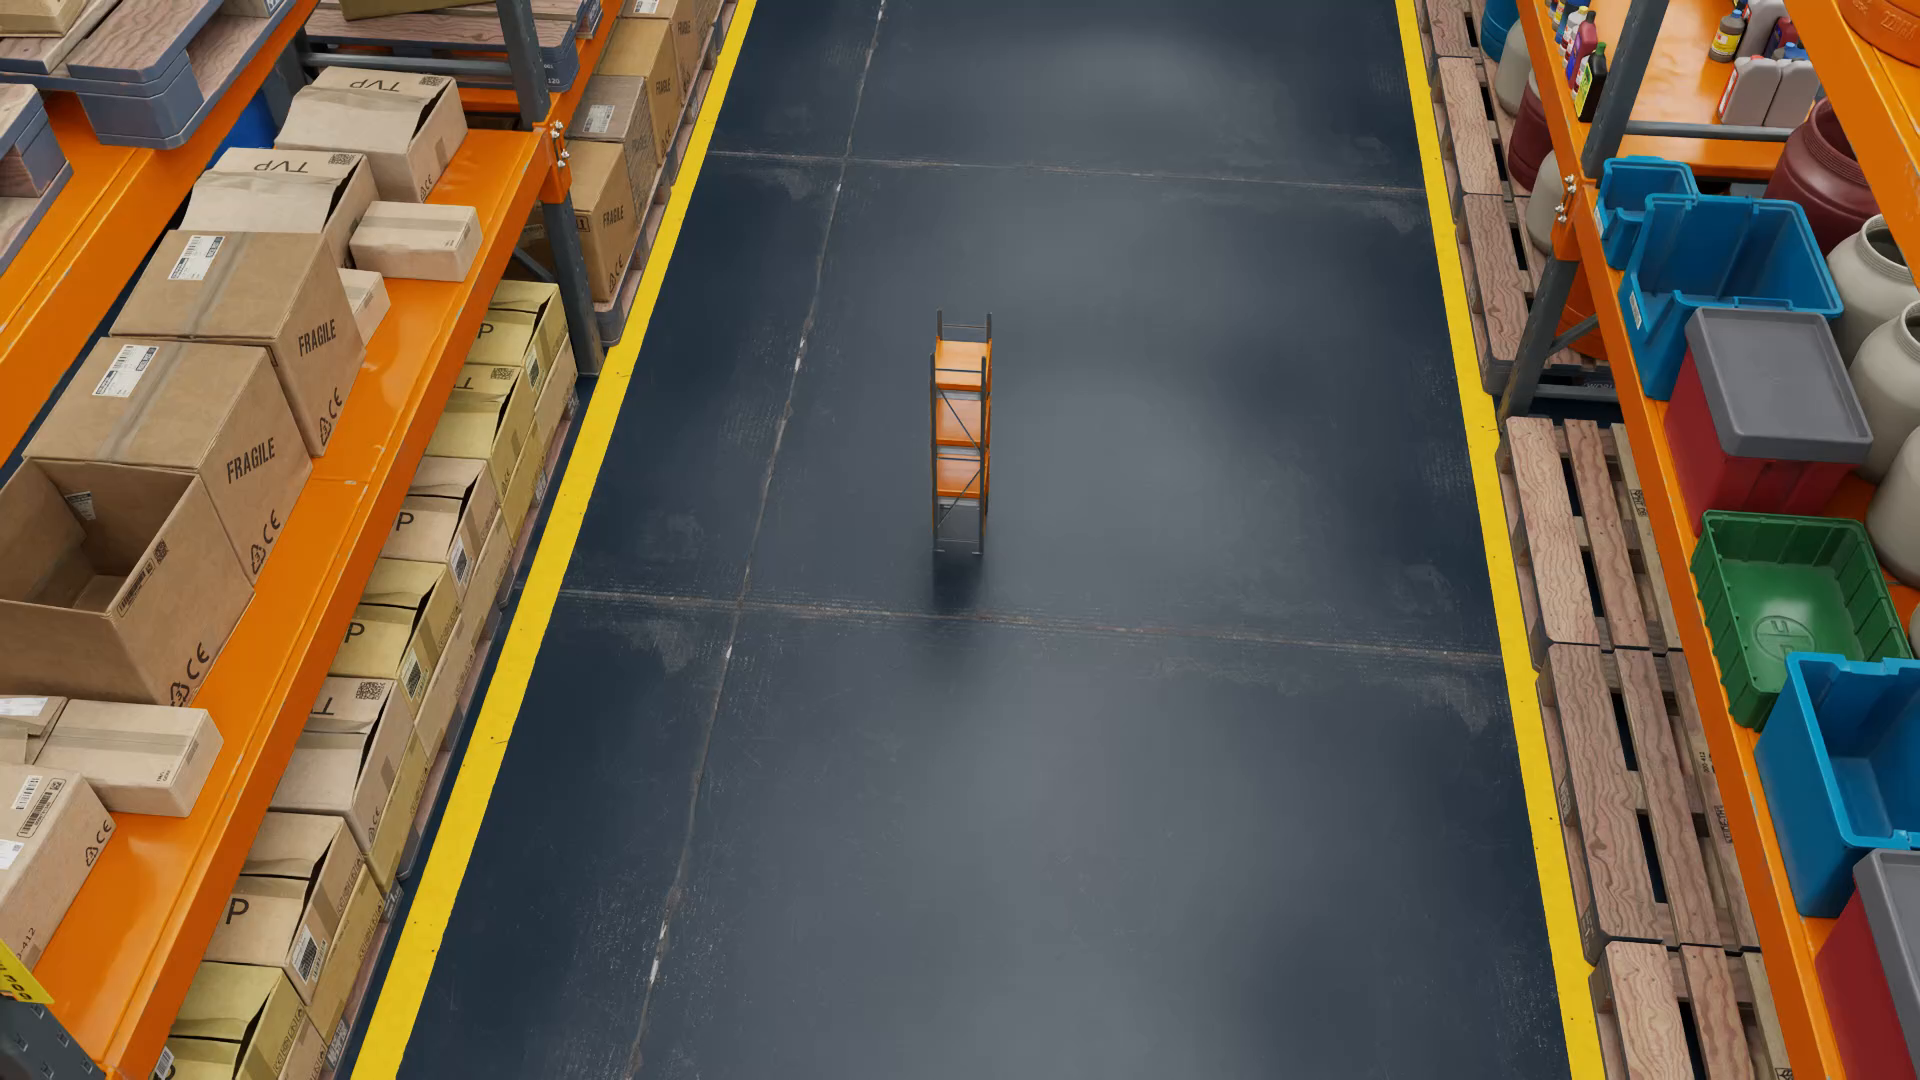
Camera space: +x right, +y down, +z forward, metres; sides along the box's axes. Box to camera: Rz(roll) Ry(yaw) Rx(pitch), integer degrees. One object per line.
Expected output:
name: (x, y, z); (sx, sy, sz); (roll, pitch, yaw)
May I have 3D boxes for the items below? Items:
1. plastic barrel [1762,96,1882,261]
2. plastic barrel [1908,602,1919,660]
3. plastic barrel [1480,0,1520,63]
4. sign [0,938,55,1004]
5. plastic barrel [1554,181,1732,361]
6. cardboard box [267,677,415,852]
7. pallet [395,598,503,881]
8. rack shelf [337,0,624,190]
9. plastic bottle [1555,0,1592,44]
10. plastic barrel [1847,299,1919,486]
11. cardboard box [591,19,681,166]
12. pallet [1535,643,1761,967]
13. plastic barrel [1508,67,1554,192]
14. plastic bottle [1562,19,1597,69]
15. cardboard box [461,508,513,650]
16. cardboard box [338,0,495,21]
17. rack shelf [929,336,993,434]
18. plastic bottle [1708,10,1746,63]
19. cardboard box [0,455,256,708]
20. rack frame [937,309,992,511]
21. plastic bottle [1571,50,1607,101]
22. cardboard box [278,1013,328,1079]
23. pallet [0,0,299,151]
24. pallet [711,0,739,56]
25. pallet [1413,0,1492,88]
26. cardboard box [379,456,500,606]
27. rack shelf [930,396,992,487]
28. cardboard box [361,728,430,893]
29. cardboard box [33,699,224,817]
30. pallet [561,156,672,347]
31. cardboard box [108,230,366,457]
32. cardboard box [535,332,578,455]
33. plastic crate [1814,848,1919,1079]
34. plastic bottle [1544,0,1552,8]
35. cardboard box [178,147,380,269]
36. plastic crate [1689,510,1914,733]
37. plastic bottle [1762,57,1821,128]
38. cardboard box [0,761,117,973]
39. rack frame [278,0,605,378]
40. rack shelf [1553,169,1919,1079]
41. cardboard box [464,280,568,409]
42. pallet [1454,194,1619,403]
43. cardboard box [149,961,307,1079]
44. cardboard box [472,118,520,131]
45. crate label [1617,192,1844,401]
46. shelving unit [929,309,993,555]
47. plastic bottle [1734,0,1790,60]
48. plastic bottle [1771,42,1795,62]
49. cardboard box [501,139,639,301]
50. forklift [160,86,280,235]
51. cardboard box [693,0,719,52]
plastic barrel: (3.089, -1.164, 5.690); (0.600, 0.536, 0.708); (4, 48, 4)
plastic barrel: (2.838, 0.186, 4.455); (0.433, 0.535, 0.433); (0, 48, 0)
plastic barrel: (3.063, -2.934, 8.538); (0.600, 0.901, 0.708); (4, 48, 4)
sign: (-1.914, 0.841, 3.308); (0.100, 0.325, 0.005); (4, 48, 4)
plastic barrel: (2.858, -1.250, 7.046); (0.600, 0.830, 0.708); (4, 48, 4)
cardboard box: (-2.084, 0.686, 5.289); (0.500, 0.311, 0.500); (2, 48, 2)
pallet: (-2.330, 0.622, 6.038); (1.003, 0.211, 1.213); (4, 48, 4)
rack shelf: (-1.920, -3.043, 7.987); (1.077, 0.370, 4.000); (4, 48, 4)
plastic bottle: (2.510, -2.158, 6.779); (0.097, 0.271, 0.097); (0, 48, 0)
plastic barrel: (2.911, -0.438, 5.042); (0.421, 0.512, 0.421); (0, 48, 0)
cardboard box: (-1.683, -2.189, 8.115); (0.500, 0.500, 0.500); (3, 48, 3)
pallet: (2.607, 0.922, 5.764); (1.003, 0.211, 1.213); (4, 48, 4)
plastic barrel: (2.961, -1.998, 7.894); (0.600, 0.588, 0.708); (4, 48, 4)
plastic bottle: (2.492, -1.992, 6.674); (0.097, 0.201, 0.097); (0, 48, 0)
cardboard box: (-2.000, 0.122, 6.184); (0.500, 0.250, 0.500); (5, 48, 4)
cardboard box: (-2.157, -2.461, 6.616); (0.700, 0.500, 0.500); (-11, 48, -10)
rack shelf: (0.005, -0.578, 6.197); (0.215, 0.259, 0.240); (4, 48, 4)
plastic bottle: (3.108, -2.044, 6.721); (0.097, 0.201, 0.097); (0, 48, 0)
cardboard box: (-2.333, 0.140, 4.522); (0.500, 0.500, 0.500); (7, 48, 6)
rack frame: (0.016, -0.483, 6.481); (0.200, 1.050, 0.008); (4, 48, 4)
plastic bottle: (2.471, -1.822, 6.519); (0.097, 0.201, 0.097); (0, 48, 0)
cardboard box: (-2.183, 1.630, 4.805); (0.500, 0.250, 0.500); (3, 48, 3)
pallet: (-2.174, -1.438, 4.127); (1.003, 0.211, 1.213); (6, 48, 5)
pallet: (-1.774, -3.214, 9.546); (1.003, 0.211, 1.213); (4, 48, 4)
pallet: (3.083, -2.914, 9.272); (1.003, 0.211, 1.213); (4, 48, 4)
cardboard box: (-1.995, -0.064, 5.975); (0.500, 0.311, 0.500); (4, 48, 3)
rack shelf: (0.005, -0.386, 6.406); (0.215, 0.259, 0.240); (4, 48, 4)
cardboard box: (-2.091, 0.874, 5.497); (0.500, 0.250, 0.500); (3, 48, 2)
cardboard box: (-2.183, 0.571, 4.365); (0.380, 0.149, 0.250); (4, 48, 4)
pallet: (-1.997, -1.421, 7.906); (1.003, 0.211, 1.213); (4, 48, 4)
cardboard box: (-2.239, -0.615, 5.212); (0.500, 0.500, 0.500); (2, 48, 1)
cardboard box: (-1.907, -0.626, 6.869); (0.500, 0.250, 0.500); (5, 48, 4)
plastic crate: (2.205, 1.062, 3.703); (0.402, 0.464, 0.583); (4, 48, 4)
plastic bottle: (2.536, -2.349, 7.001); (0.097, 0.201, 0.097); (0, 48, 0)
cardboard box: (-2.377, -1.141, 5.822); (0.500, 0.311, 0.500); (3, 48, 3)
plastic crate: (2.343, 0.232, 4.648); (0.450, 0.188, 0.662); (4, 48, 4)
plastic bottle: (3.191, -1.734, 6.387); (0.152, 0.276, 0.135); (4, 48, 4)
cardboard box: (-2.466, 0.810, 4.078); (0.500, 0.250, 0.500); (7, 48, 6)
rack frame: (-2.102, -1.816, 6.378); (1.000, 3.000, 0.127); (4, 48, 4)
rack shelf: (2.648, 0.233, 4.992); (1.077, 0.370, 4.000); (4, 48, 4)
cardboard box: (-1.905, -0.817, 6.663); (0.500, 0.311, 0.500); (5, 48, 5)
pallet: (2.860, -1.121, 7.632); (1.003, 0.211, 1.213); (4, 48, 4)
cardboard box: (-2.181, 1.434, 4.605); (0.500, 0.311, 0.500); (4, 48, 4)
cardboard box: (-2.251, -1.824, 7.781); (0.500, 0.500, 0.500); (6, 48, 5)
crate label: (2.470, -0.780, 5.406); (0.502, 0.435, 0.616); (4, 48, 4)
shelving unit: (0.005, -0.394, 6.399); (0.215, 1.050, 0.252); (4, 48, 4)
plastic bottle: (3.234, -2.074, 6.698); (0.152, 0.276, 0.135); (4, 48, 4)
plastic bottle: (3.238, -1.864, 6.557); (0.097, 0.201, 0.097); (0, 48, 0)
cardboard box: (-1.776, -1.436, 7.426); (0.500, 0.500, 0.500); (6, 48, 5)
forklift: (-4.836, -2.450, 7.004); (3.031, 2.935, 1.130); (-24, 52, -21)
cardboard box: (-1.597, -2.947, 8.808); (0.500, 0.500, 0.500); (4, 48, 4)
